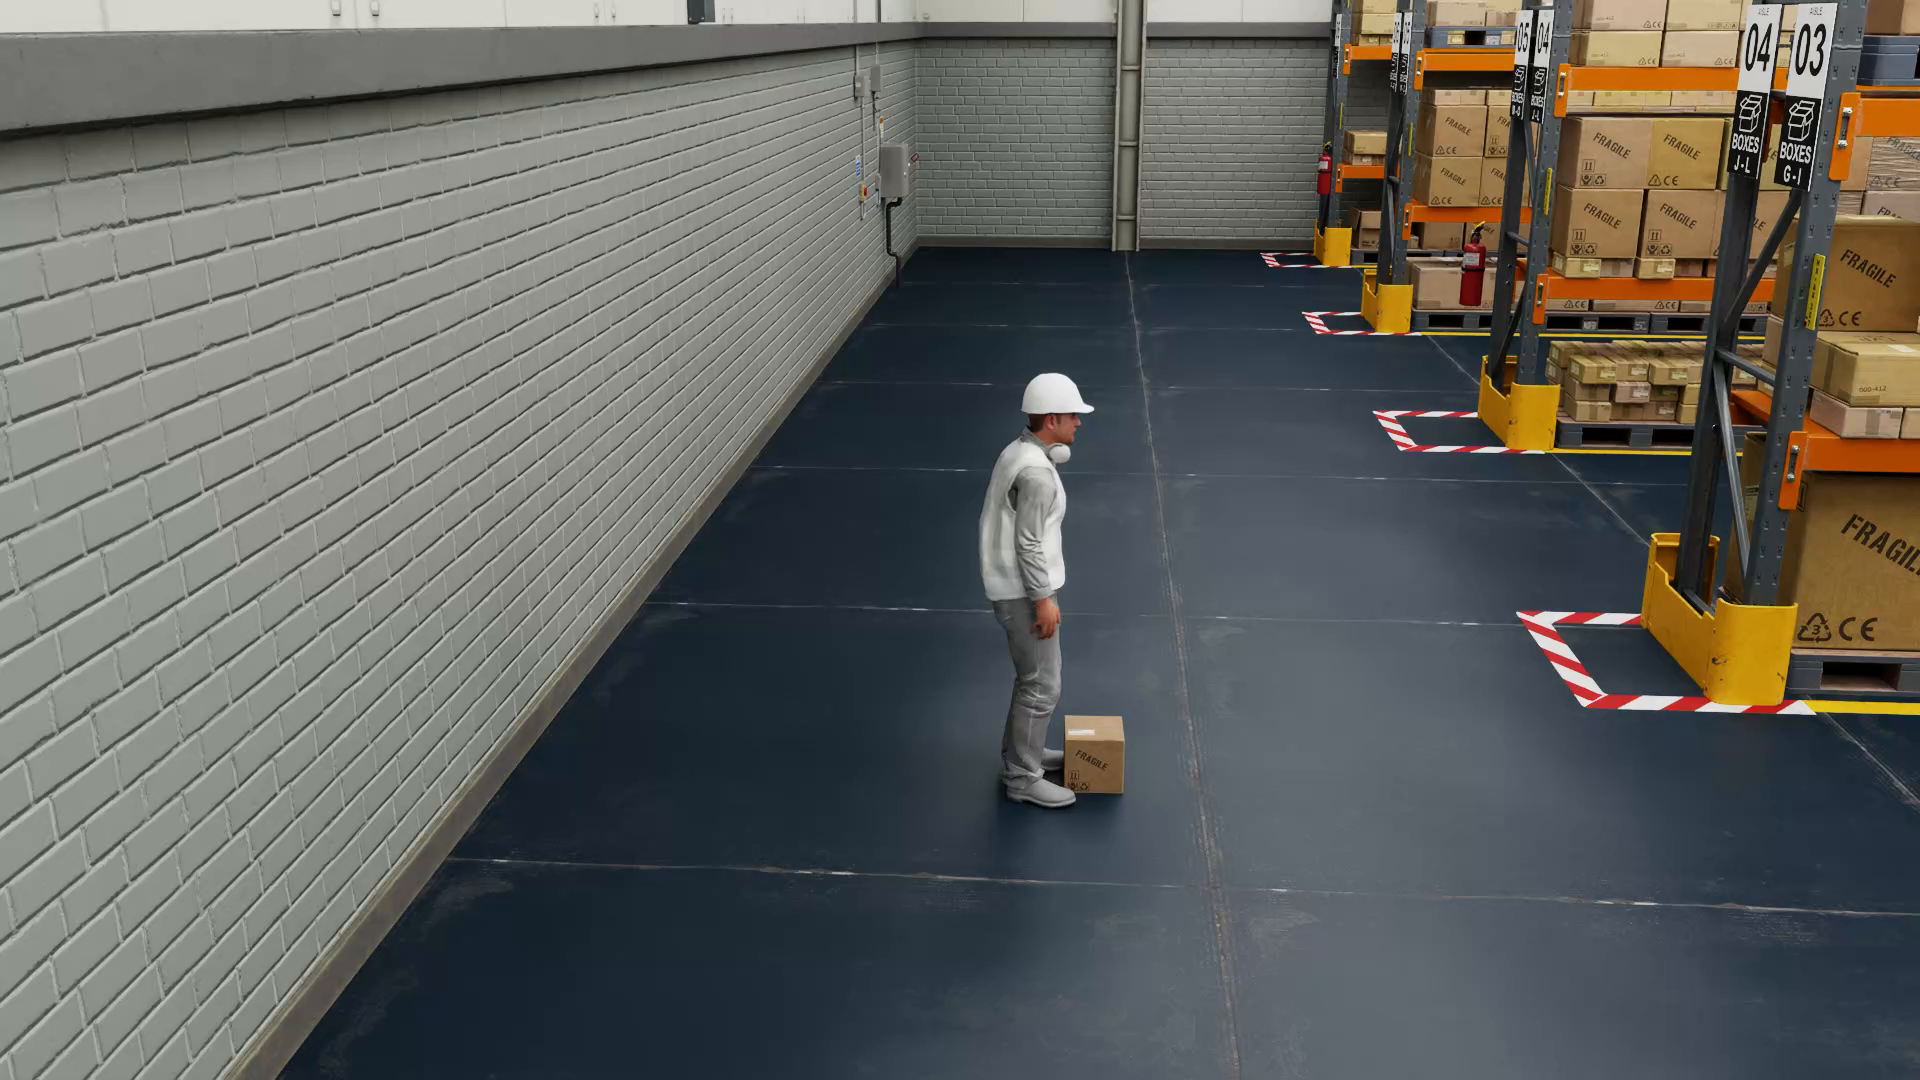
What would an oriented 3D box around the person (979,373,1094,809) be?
[{"bbox_3d":[0.310,0.186,6.910,0.464,1.771,0.593,0,17,1],"label":"person"}]
